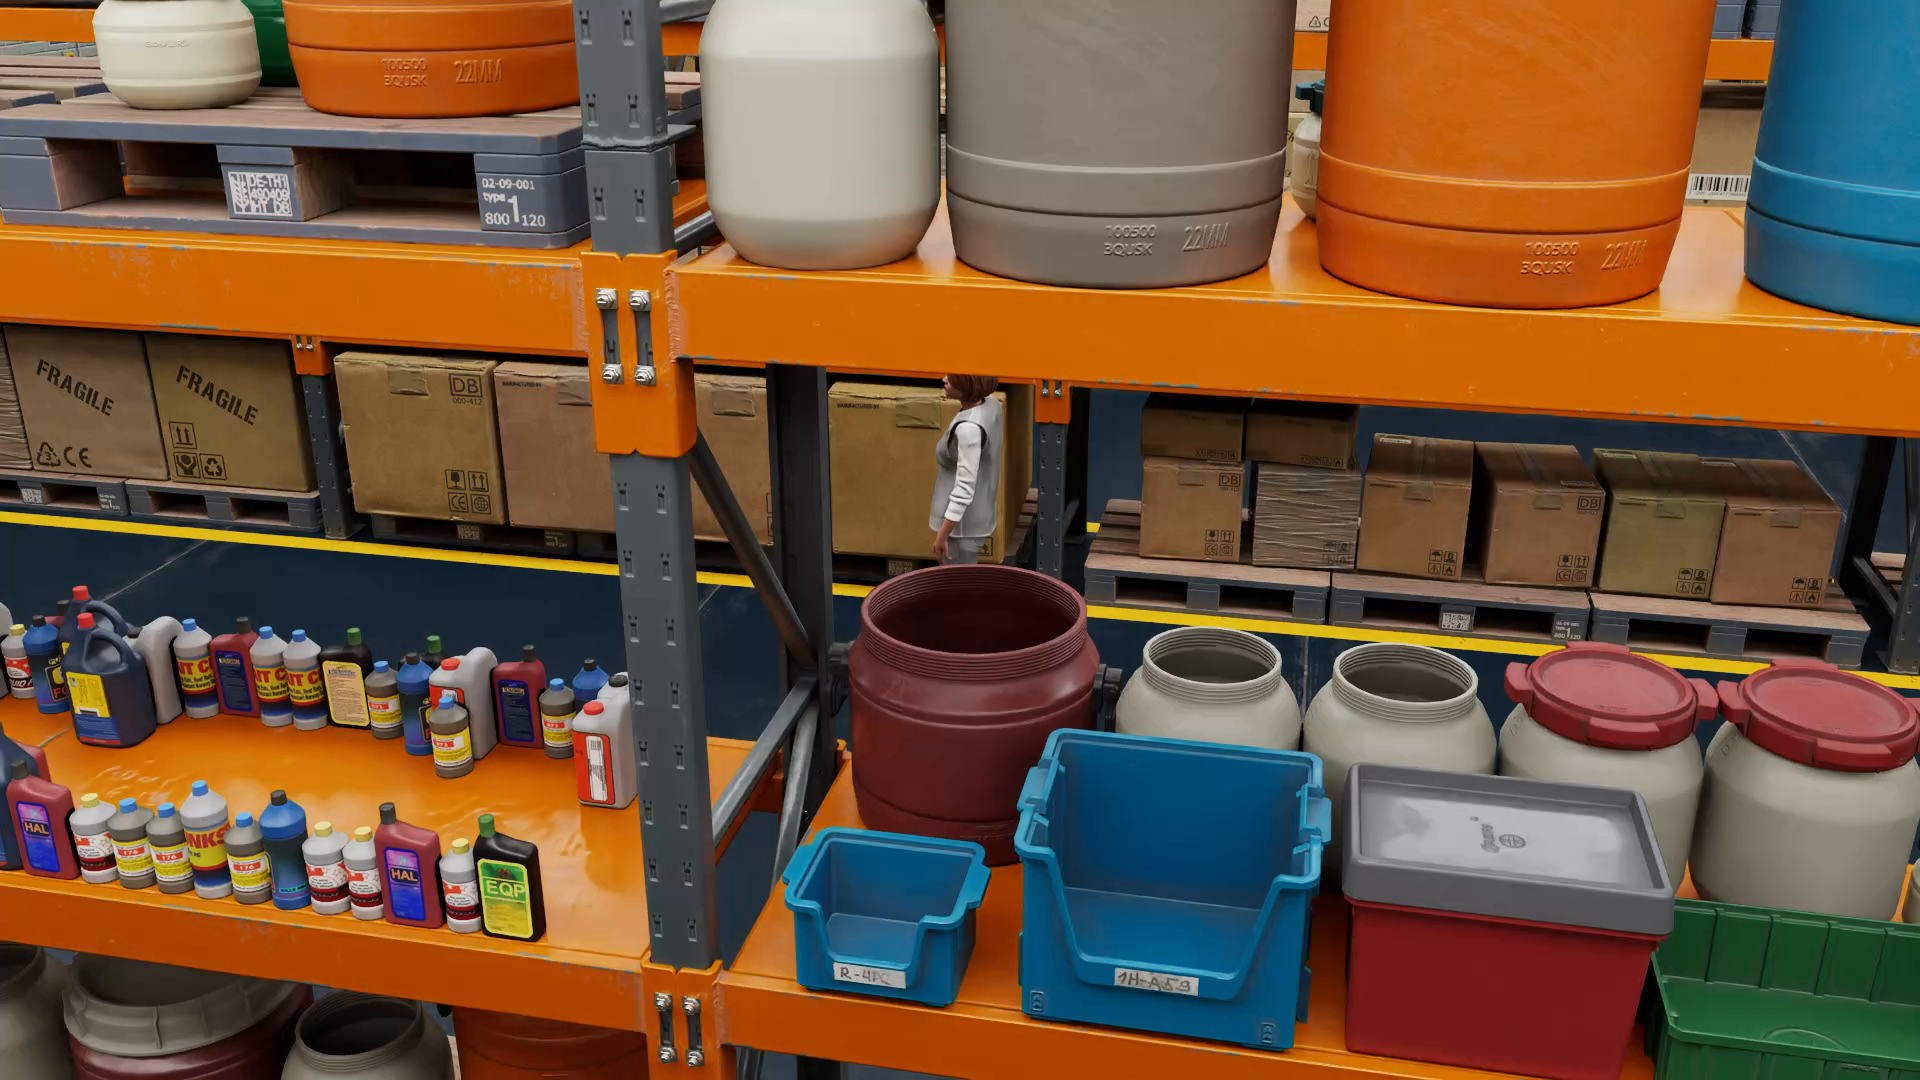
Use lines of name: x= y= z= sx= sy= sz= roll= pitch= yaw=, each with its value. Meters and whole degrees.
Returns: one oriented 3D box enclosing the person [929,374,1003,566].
person: x=-0.059 y=-0.071 z=7.254 sx=0.472 sy=1.600 sz=0.521 roll=4 pitch=22 yaw=11
